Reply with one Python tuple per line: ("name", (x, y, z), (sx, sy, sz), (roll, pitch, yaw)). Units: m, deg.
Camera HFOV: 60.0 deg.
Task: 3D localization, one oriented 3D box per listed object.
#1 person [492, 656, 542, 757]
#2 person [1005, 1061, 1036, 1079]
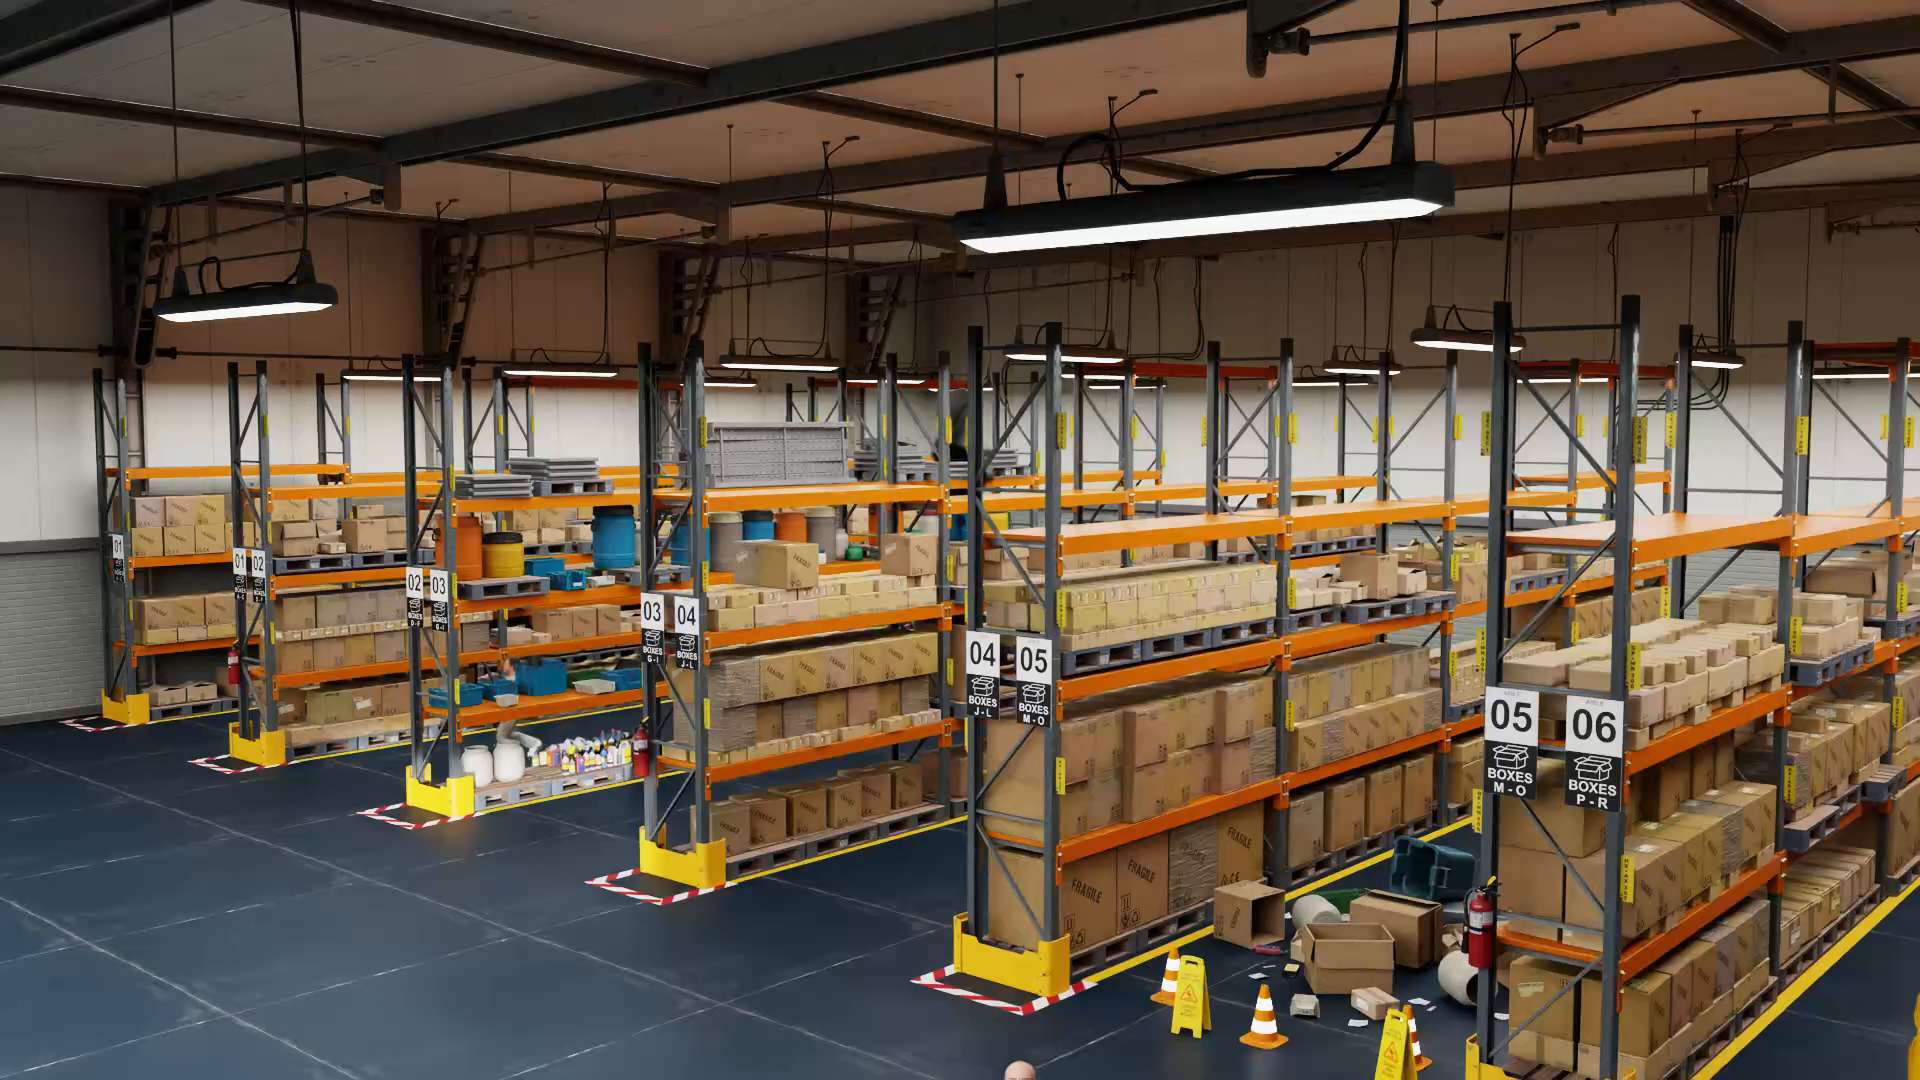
("person", (-6.596, 2.529, 24.451), (0.938, 1.642, 0.583), (-3, 5, -34))
("person", (0.326, 3.650, 8.871), (0.672, 1.789, 0.786), (0, 4, 3))
